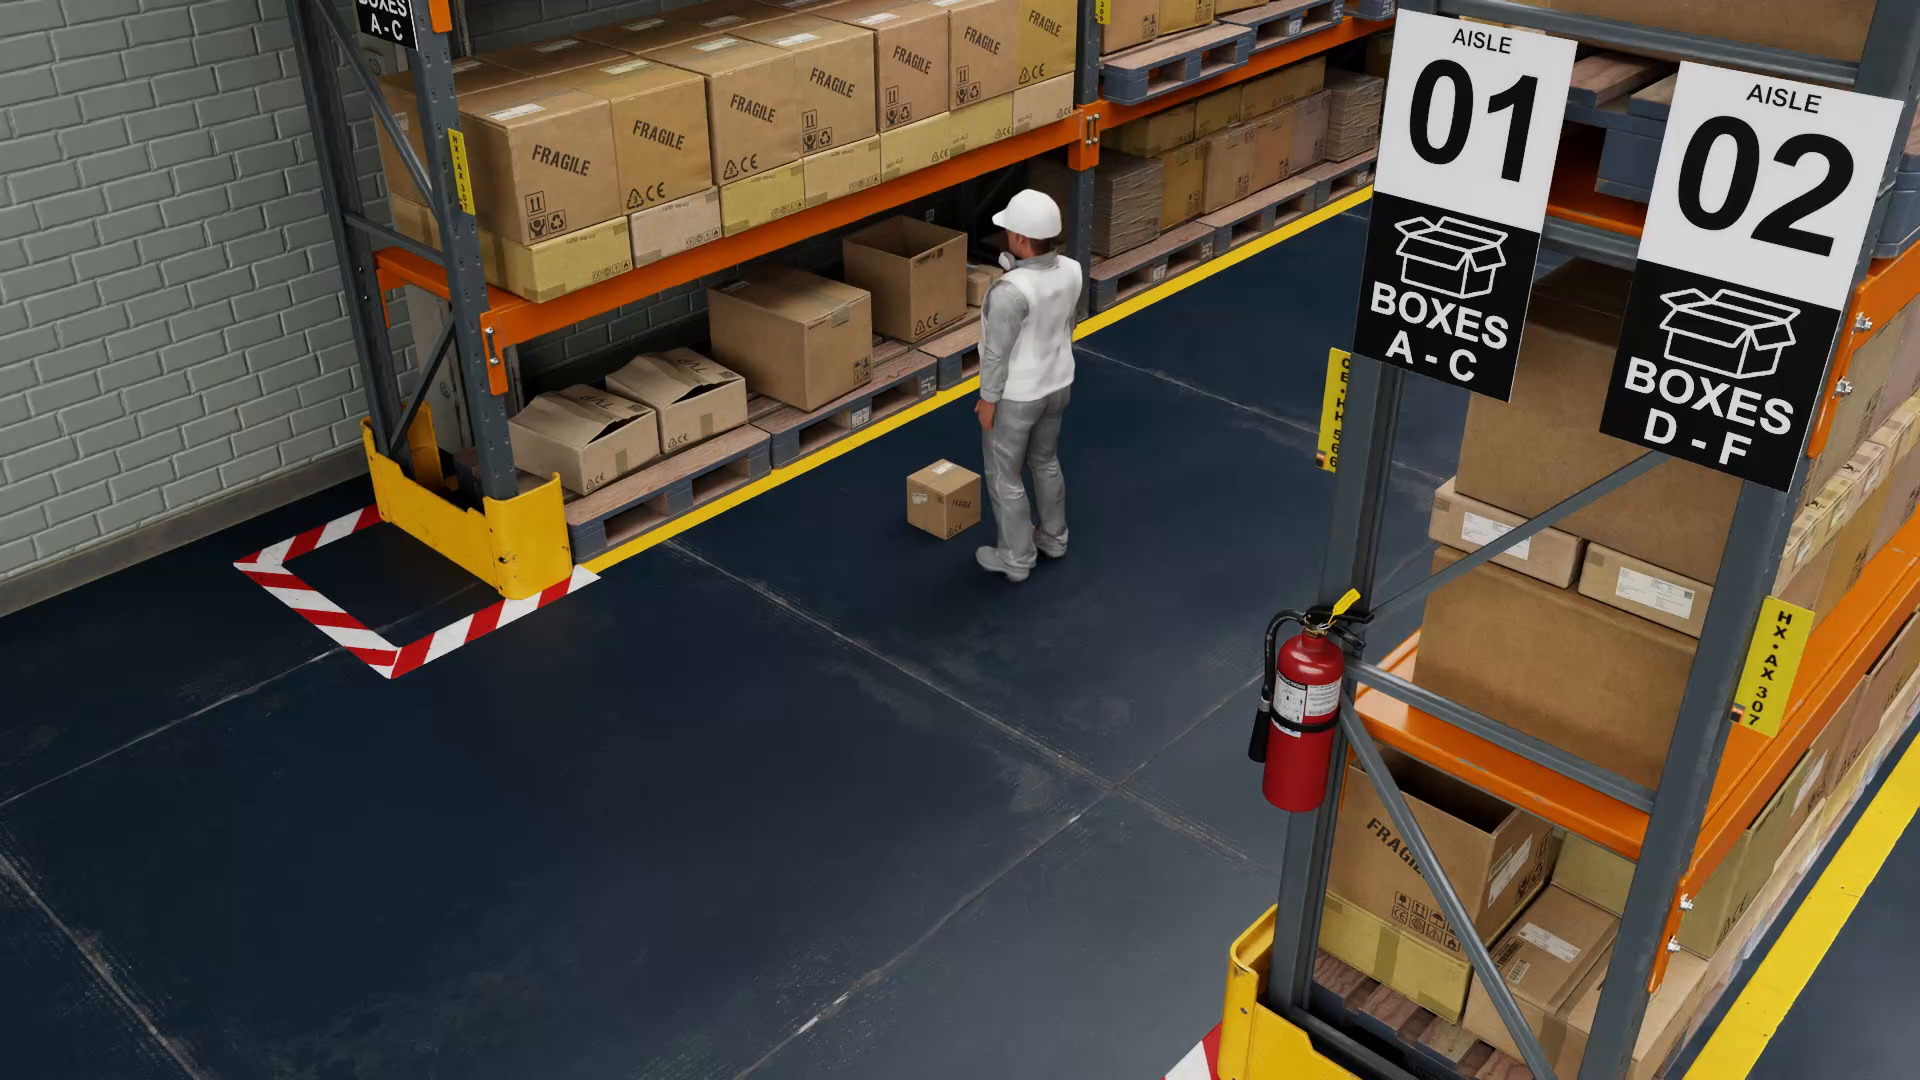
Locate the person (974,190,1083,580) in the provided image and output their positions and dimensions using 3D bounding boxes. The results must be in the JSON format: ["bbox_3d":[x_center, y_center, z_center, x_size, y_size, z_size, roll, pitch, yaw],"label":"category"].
[{"bbox_3d":[0.282,-0.671,7.226,0.360,1.765,0.513,26,40,36],"label":"person"}]
